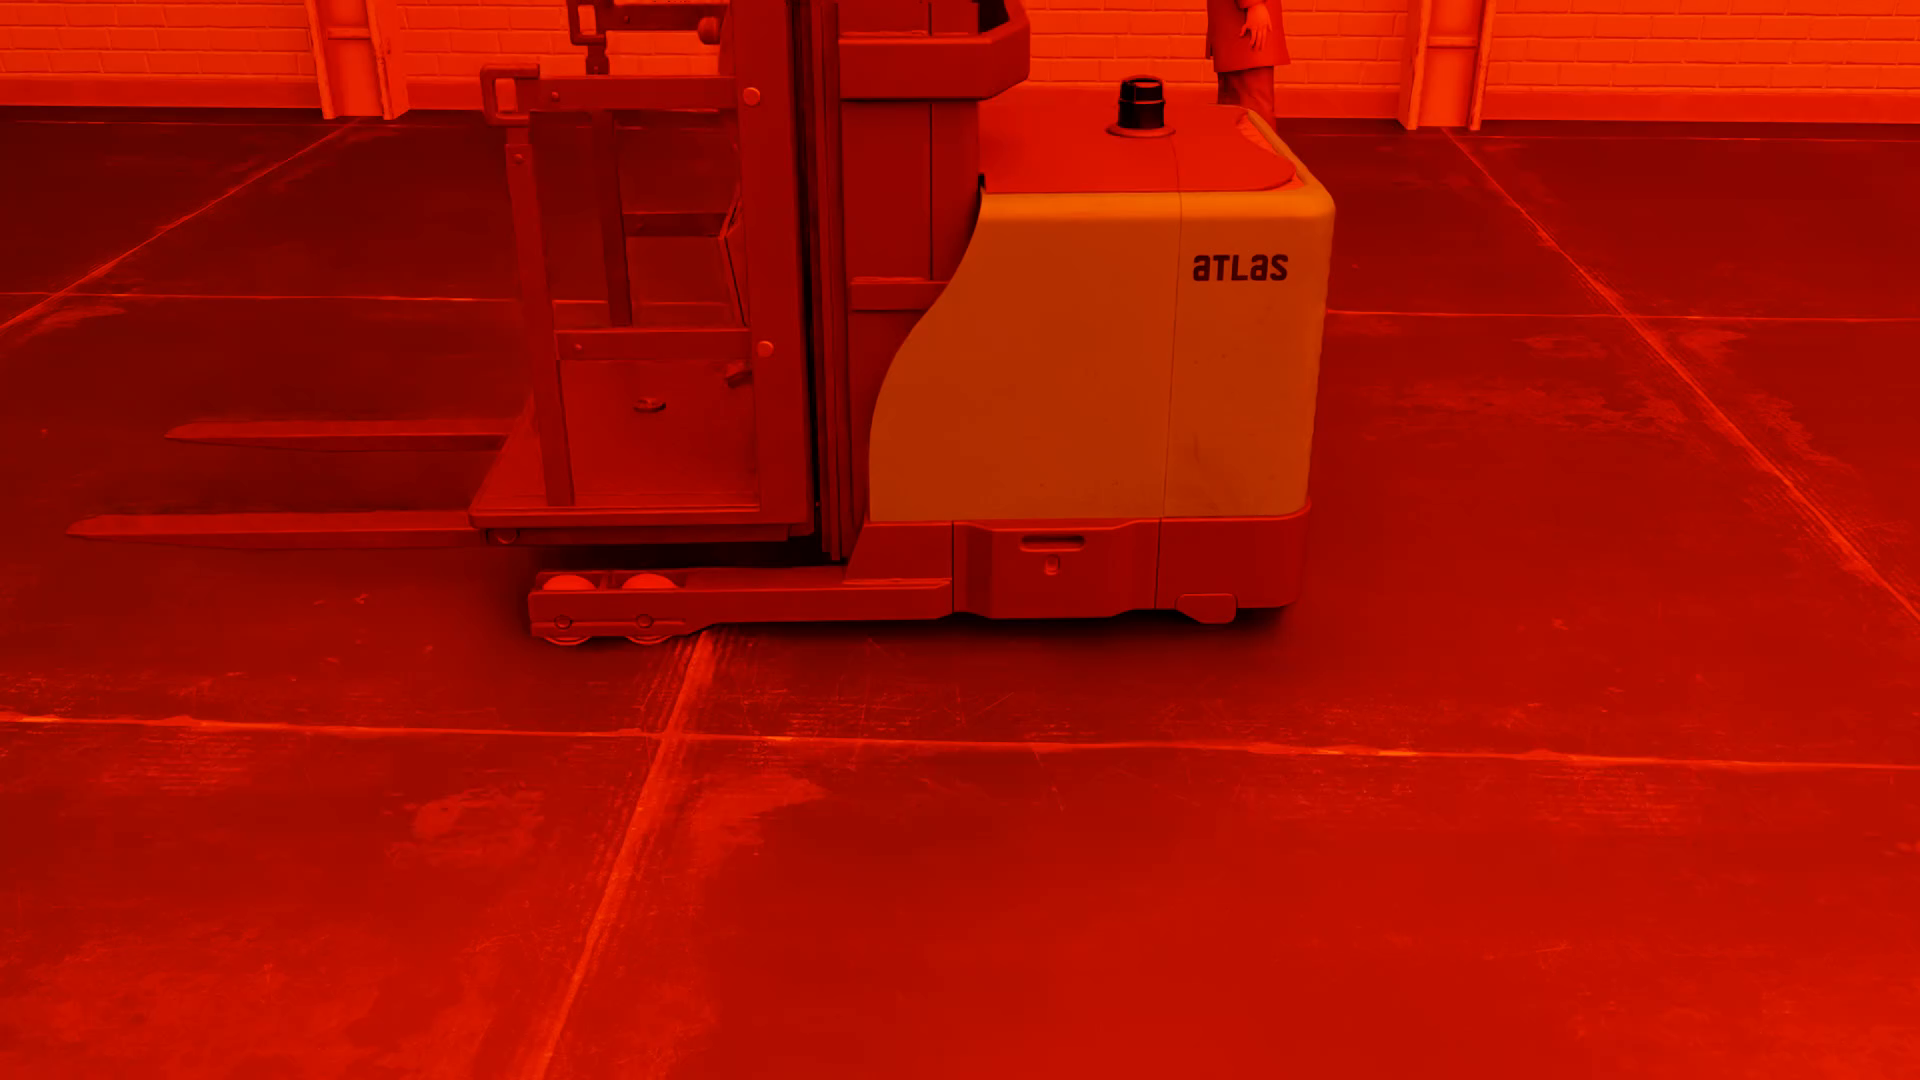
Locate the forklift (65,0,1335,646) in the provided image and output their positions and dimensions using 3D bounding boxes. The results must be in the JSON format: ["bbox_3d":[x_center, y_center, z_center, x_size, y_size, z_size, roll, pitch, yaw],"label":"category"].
[{"bbox_3d":[-0.680,-1.298,3.840,3.031,2.935,1.130,-1,26,-2],"label":"forklift"}]

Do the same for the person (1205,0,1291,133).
[{"bbox_3d":[1.293,-2.239,7.036,0.584,1.775,0.695,3,26,6],"label":"person"}]
